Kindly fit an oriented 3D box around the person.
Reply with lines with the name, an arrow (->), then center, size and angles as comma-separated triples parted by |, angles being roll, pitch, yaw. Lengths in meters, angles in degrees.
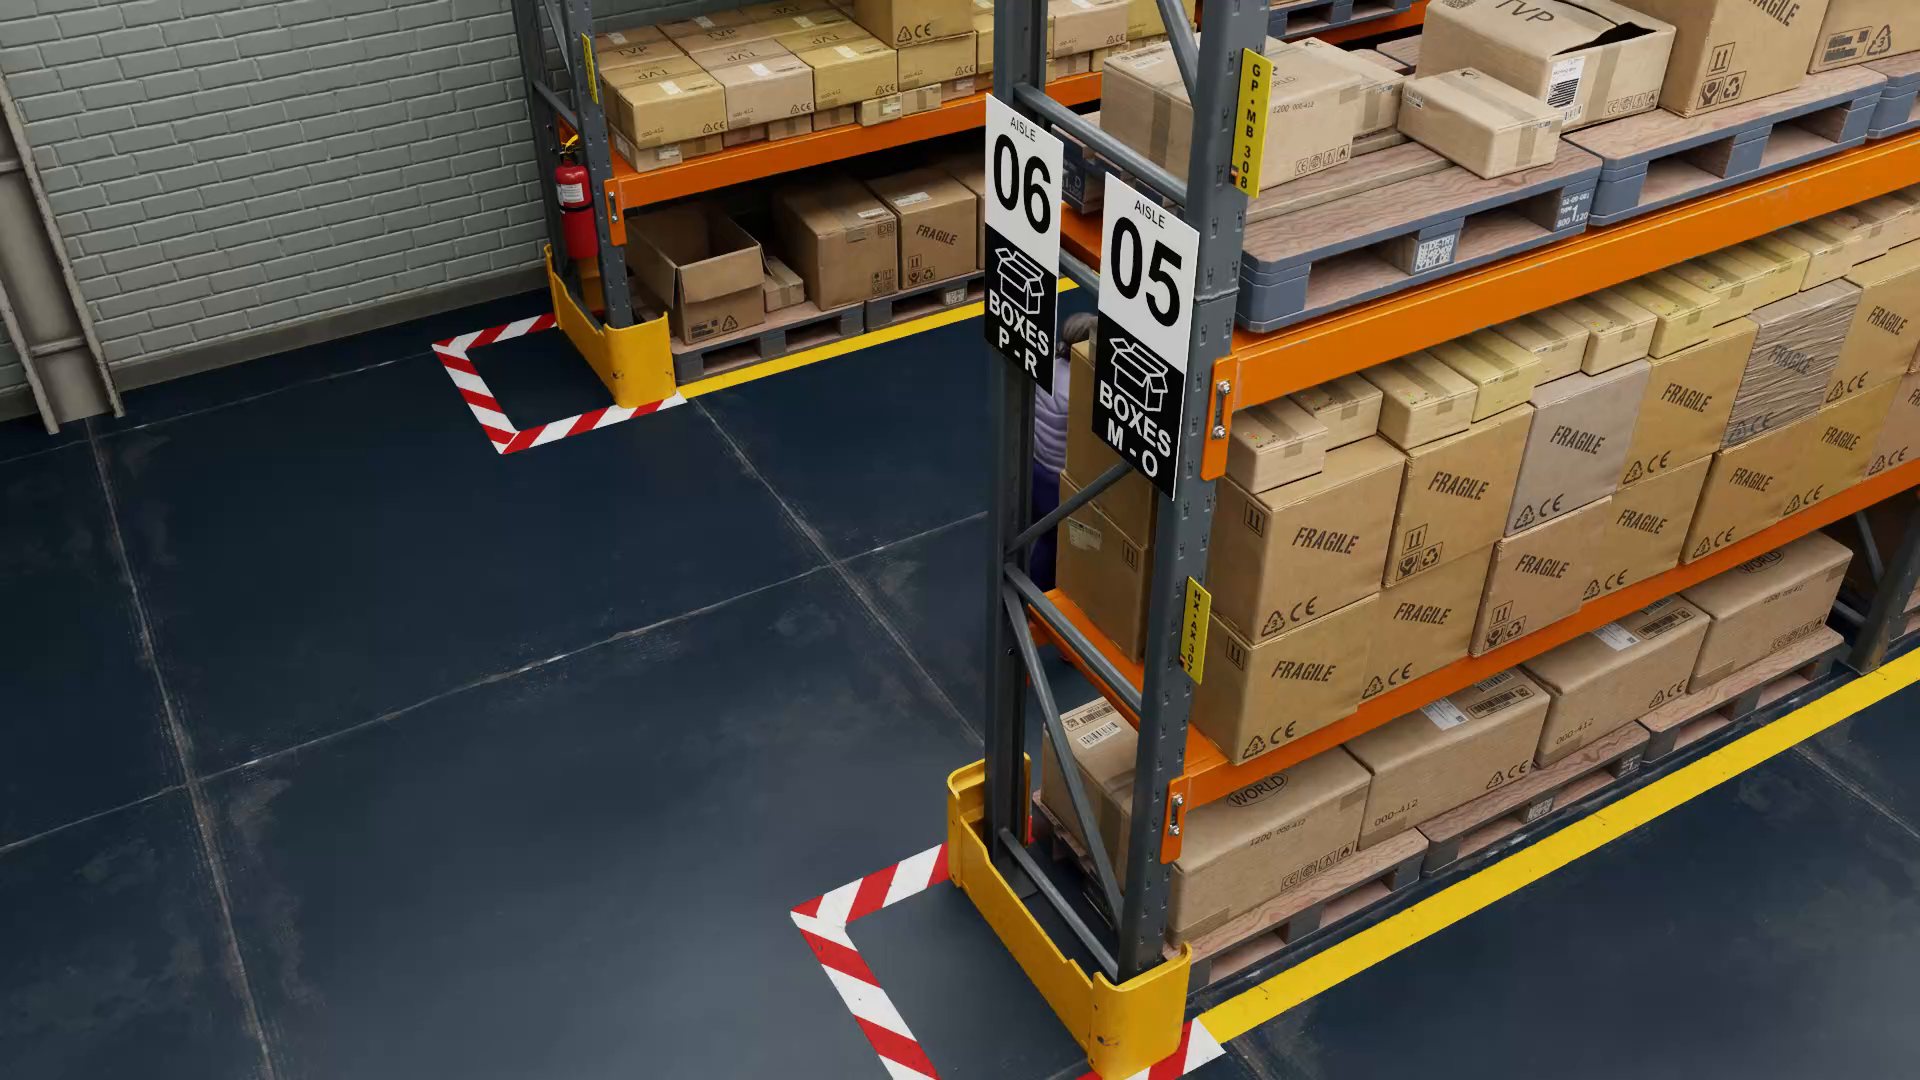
person -> 0.471, -0.223, 7.230 | 0.376, 1.651, 0.561 | -22, 42, -26
